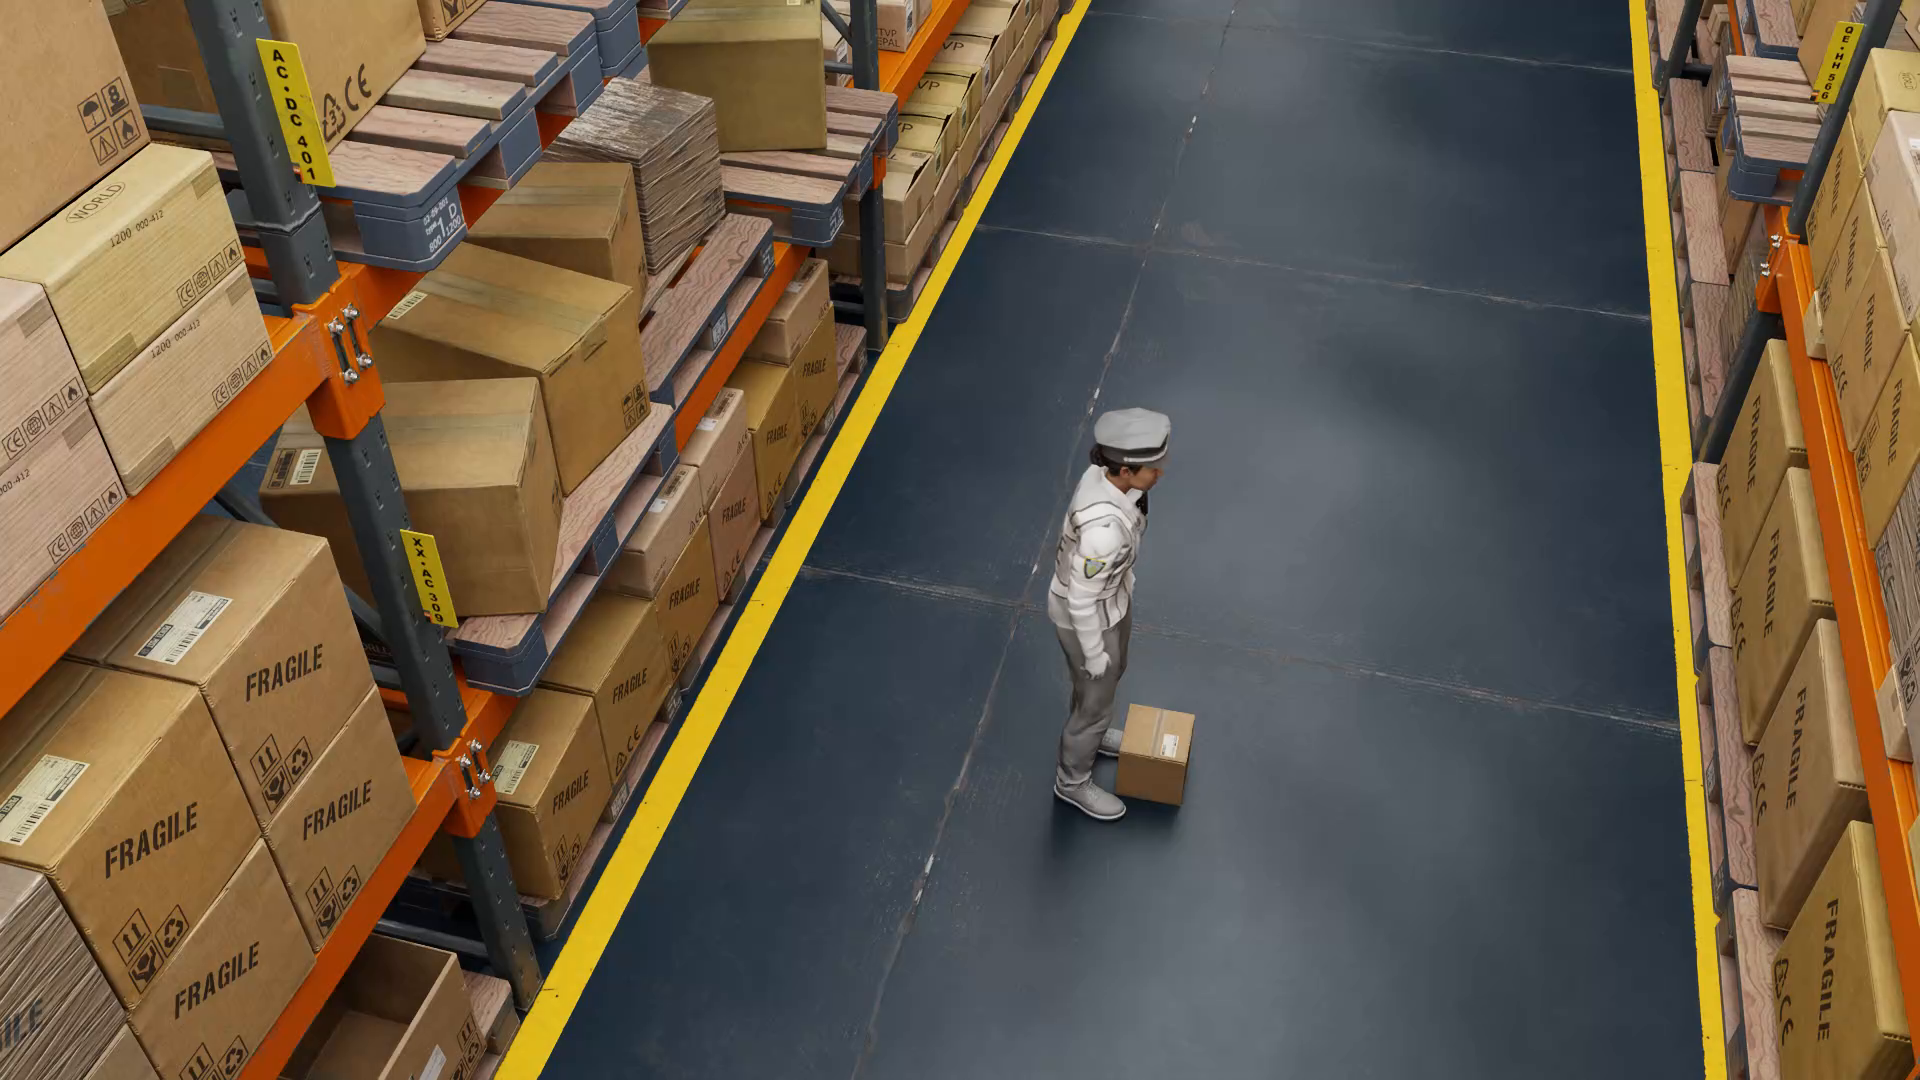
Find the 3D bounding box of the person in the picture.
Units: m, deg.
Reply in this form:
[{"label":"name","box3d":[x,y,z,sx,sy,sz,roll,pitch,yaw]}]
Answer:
[{"label":"person","box3d":[0.500,0.251,5.870,0.374,1.663,0.526,10,42,11]}]
